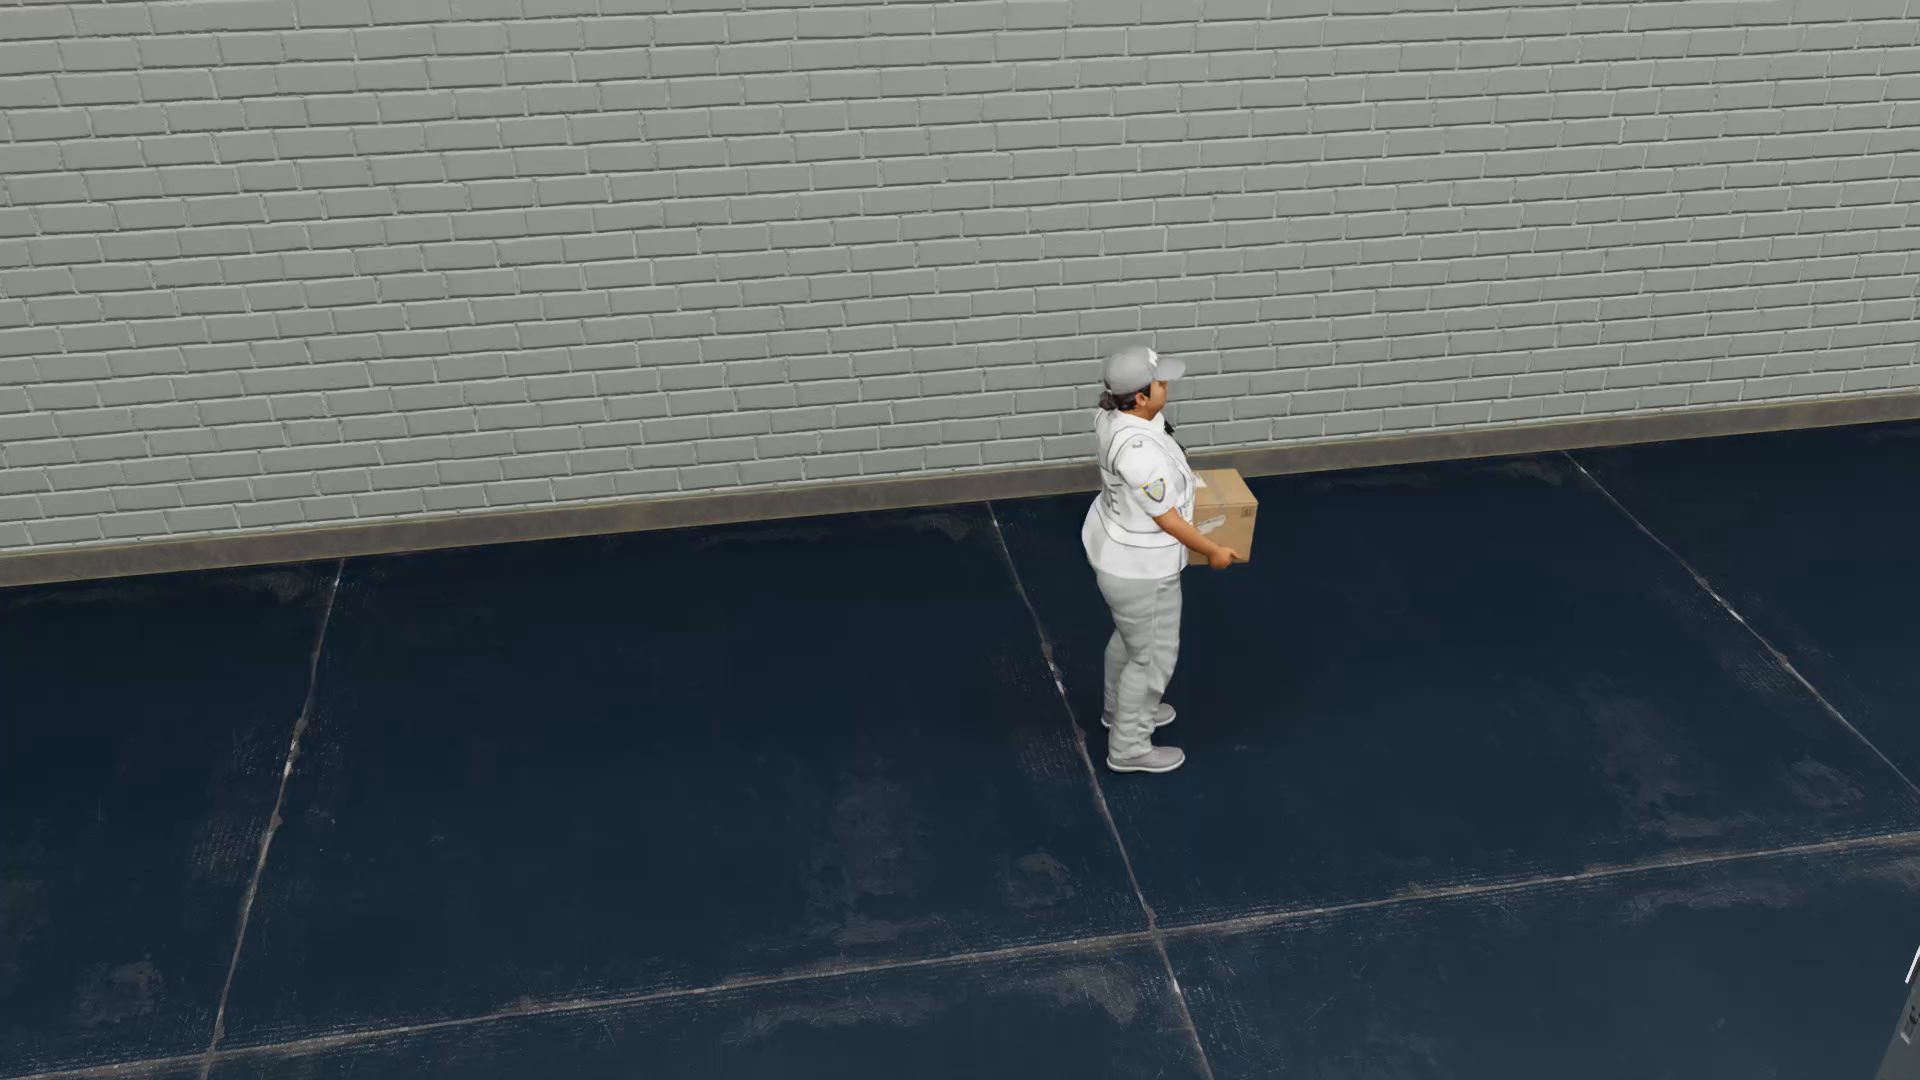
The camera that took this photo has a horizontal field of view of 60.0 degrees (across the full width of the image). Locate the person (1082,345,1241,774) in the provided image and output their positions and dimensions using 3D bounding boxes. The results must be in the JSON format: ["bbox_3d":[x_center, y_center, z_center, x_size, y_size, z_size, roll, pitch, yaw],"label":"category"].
[{"bbox_3d":[0.715,0.063,6.027,0.535,1.660,0.456,-4,31,-7],"label":"person"}]
